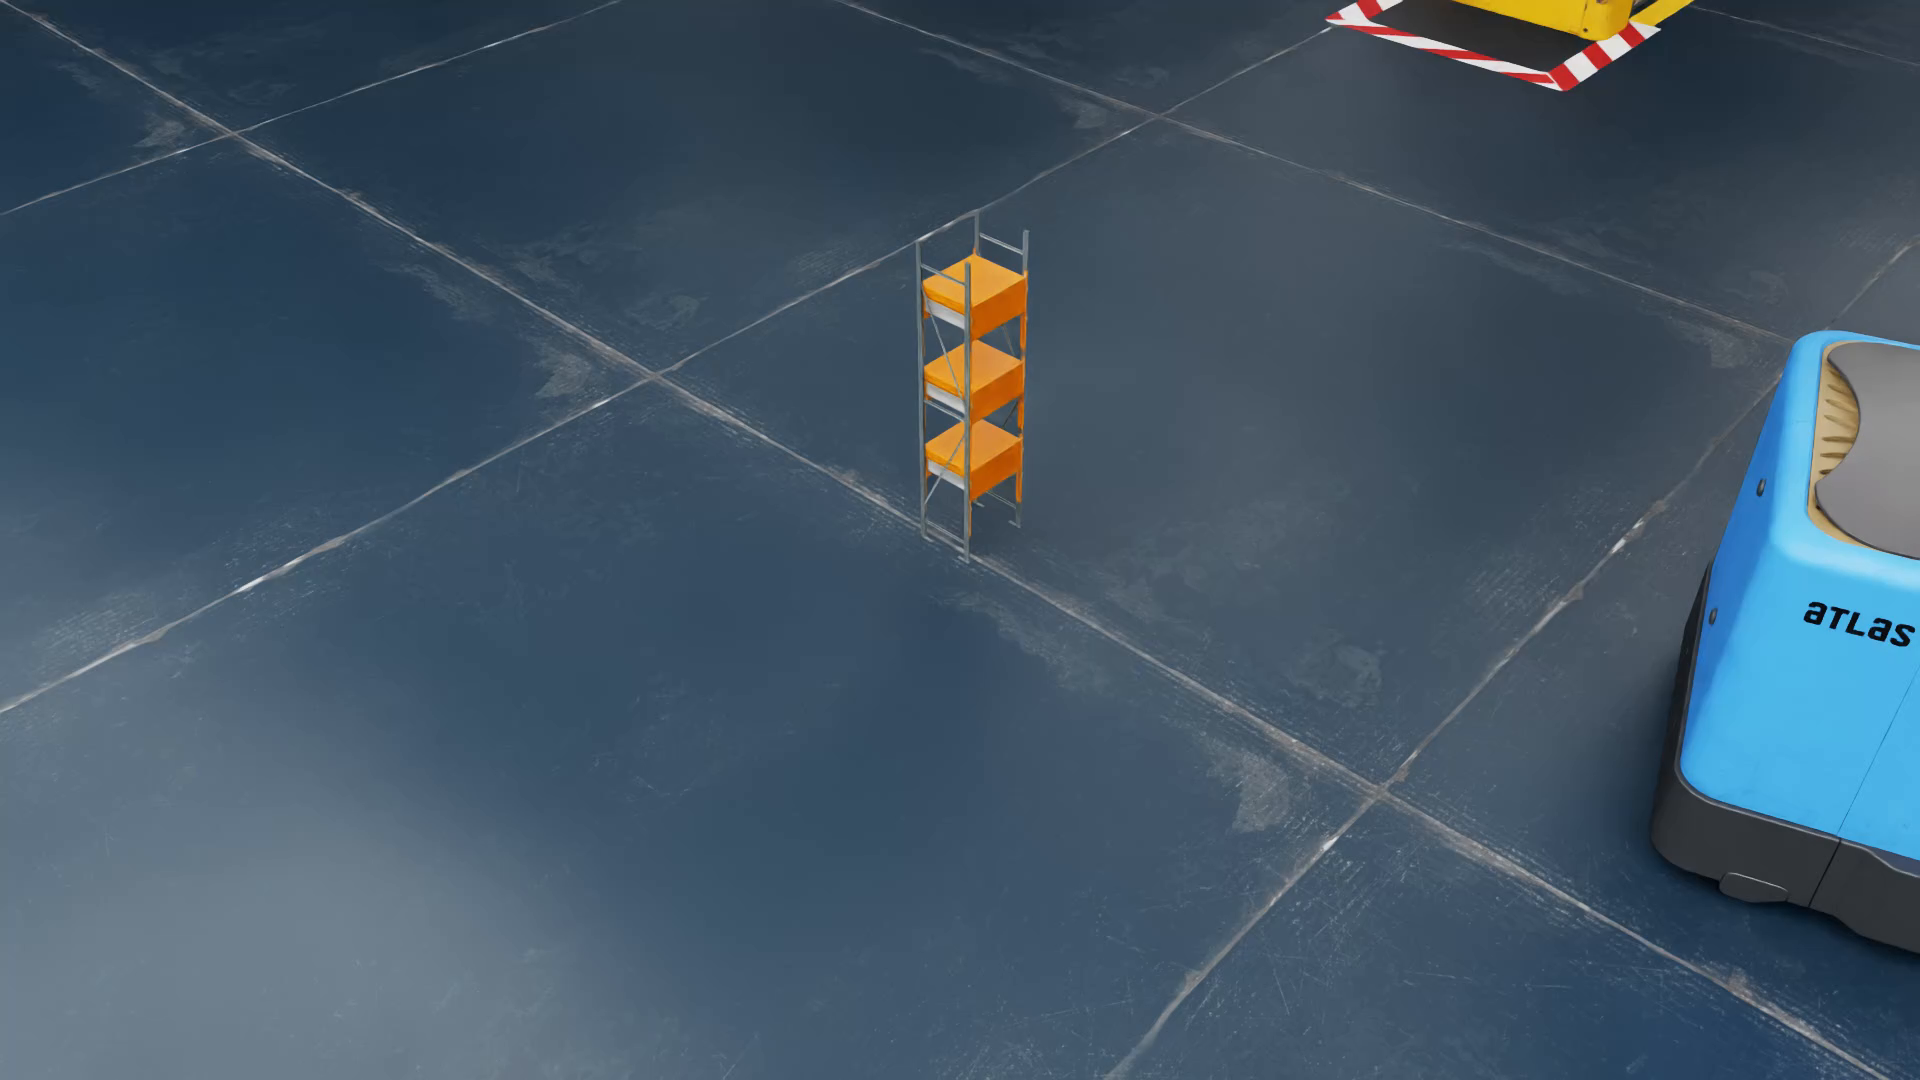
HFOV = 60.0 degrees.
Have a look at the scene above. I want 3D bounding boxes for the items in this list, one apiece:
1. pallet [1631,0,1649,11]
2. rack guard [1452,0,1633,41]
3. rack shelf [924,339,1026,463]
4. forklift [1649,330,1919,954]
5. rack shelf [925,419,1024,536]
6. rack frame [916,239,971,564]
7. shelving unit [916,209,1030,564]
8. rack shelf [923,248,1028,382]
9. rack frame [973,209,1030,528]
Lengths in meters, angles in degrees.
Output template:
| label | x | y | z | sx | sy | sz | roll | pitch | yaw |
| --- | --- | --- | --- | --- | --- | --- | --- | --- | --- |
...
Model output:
| label | x | y | z | sx | sy | sz | roll | pitch | yaw |
| --- | --- | --- | --- | --- | --- | --- | --- | --- | --- |
| pallet | 3.481 | -3.292 | 9.220 | 1.003 | 0.211 | 1.213 | 30 | 47 | 32 |
| rack guard | 2.929 | -3.034 | 8.664 | 1.175 | 0.500 | 0.348 | 30 | 47 | 32 |
| rack shelf | 0.036 | -0.427 | 4.961 | 0.215 | 0.259 | 0.240 | 30 | 47 | 32 |
| forklift | 3.299 | -0.203 | 3.151 | 3.031 | 2.935 | 1.130 | 16 | 41 | 19 |
| rack shelf | 0.036 | -0.210 | 5.134 | 0.215 | 0.259 | 0.240 | 30 | 47 | 32 |
| rack frame | -0.046 | -0.379 | 4.884 | 0.200 | 1.050 | 0.008 | 30 | 47 | 32 |
| shelving unit | 0.036 | -0.436 | 4.954 | 0.215 | 1.050 | 0.252 | 30 | 47 | 32 |
| rack shelf | 0.036 | -0.649 | 4.784 | 0.215 | 0.259 | 0.240 | 30 | 47 | 32 |
| rack frame | 0.118 | -0.492 | 5.025 | 0.200 | 1.050 | 0.008 | 30 | 47 | 32 |
